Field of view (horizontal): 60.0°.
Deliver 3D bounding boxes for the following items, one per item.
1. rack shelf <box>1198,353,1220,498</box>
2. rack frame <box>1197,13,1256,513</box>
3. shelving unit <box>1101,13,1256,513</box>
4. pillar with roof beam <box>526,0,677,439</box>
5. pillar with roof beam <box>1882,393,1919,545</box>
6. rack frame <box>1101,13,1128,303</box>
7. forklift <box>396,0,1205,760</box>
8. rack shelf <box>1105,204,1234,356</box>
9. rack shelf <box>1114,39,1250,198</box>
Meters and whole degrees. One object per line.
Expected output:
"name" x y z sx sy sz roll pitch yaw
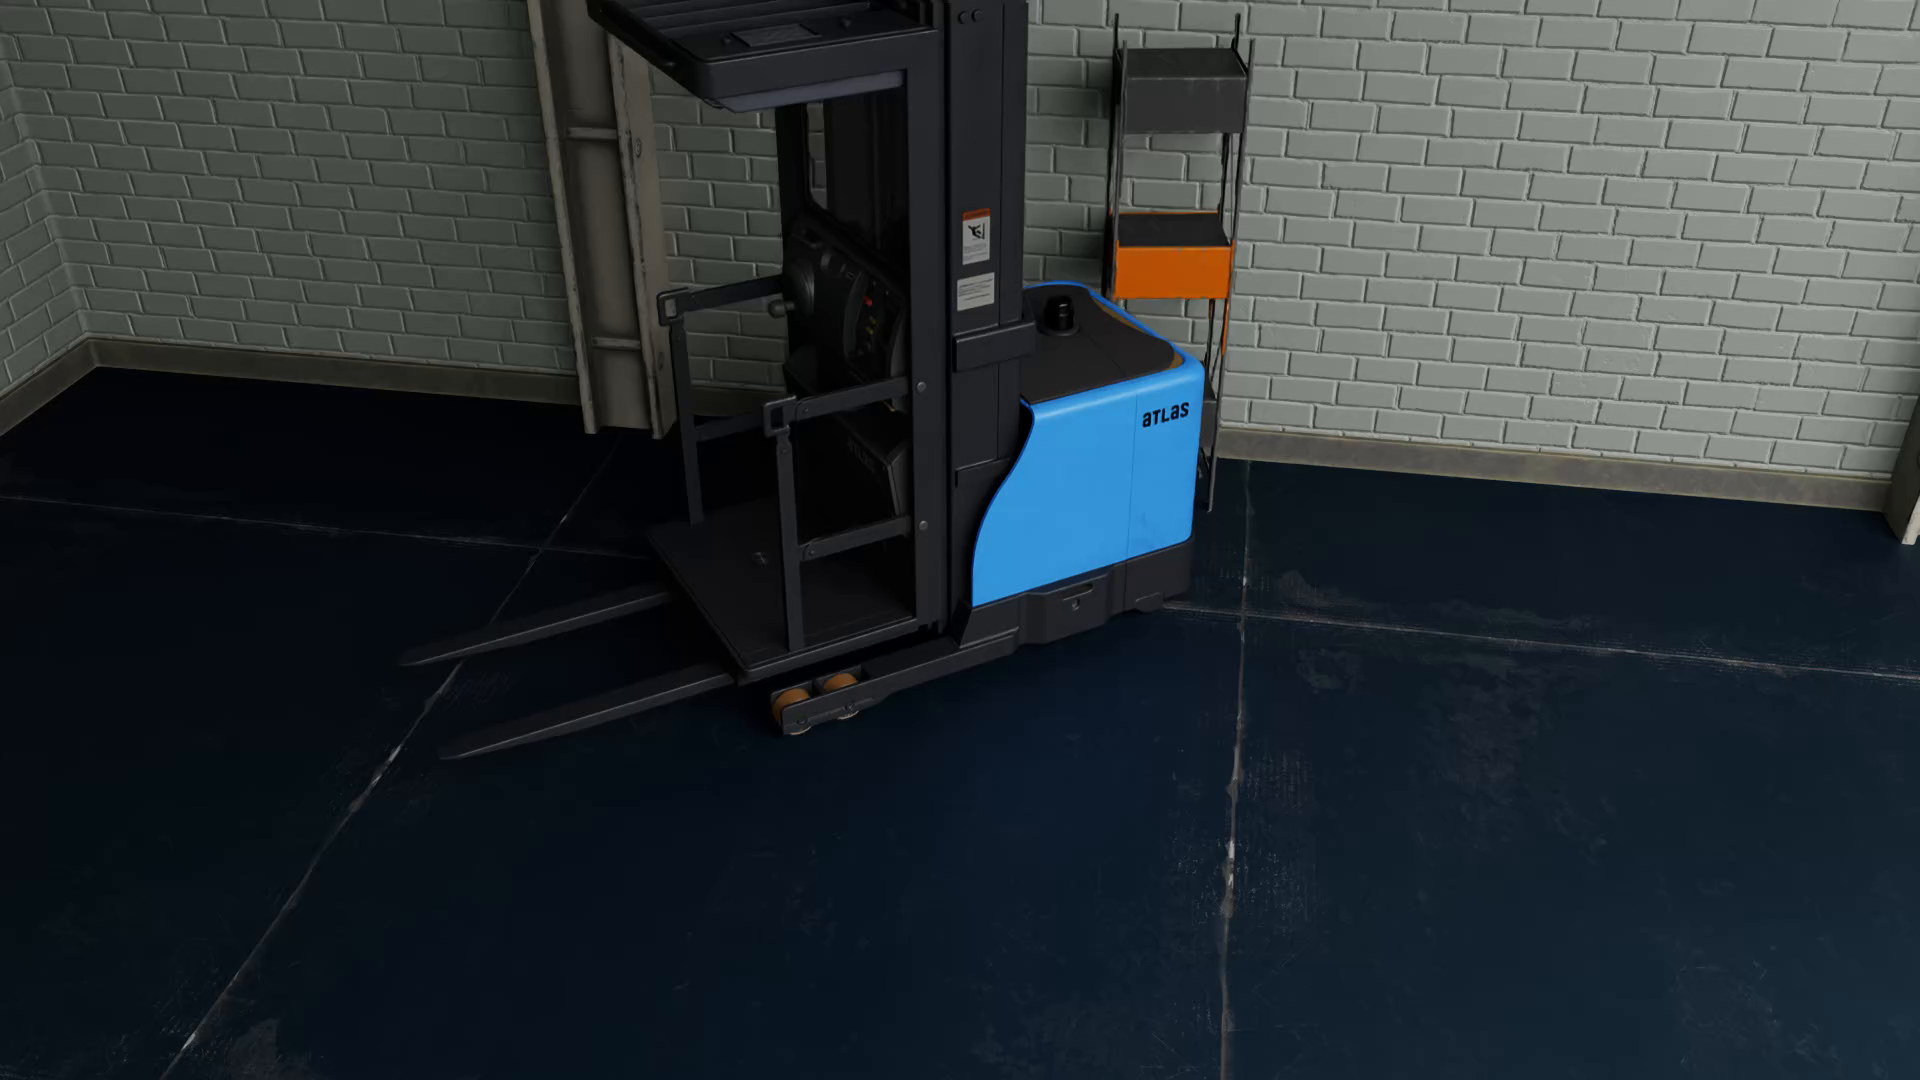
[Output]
"rack shelf" 0.873 -0.512 7.435 0.480 0.518 0.431 0 32 -1
"rack frame" 1.117 -1.119 7.059 0.015 2.100 0.400 0 32 -1
"shelving unit" 0.873 -1.117 7.056 0.503 2.100 0.431 0 32 -1
"pillar with roof beam" -2.329 -2.146 2.197 0.400 9.000 9.100 5 32 8
"pillar with roof beam" 3.585 -1.611 1.342 0.400 9.000 9.100 5 32 8
"rack frame" 0.629 -1.116 7.054 0.015 2.100 0.400 0 32 -1
"forklift" -0.595 -0.849 5.843 3.031 2.935 1.130 -16 35 -24
"rack shelf" 0.873 -1.106 7.063 0.480 0.518 0.431 0 32 -1
"rack shelf" 0.873 -1.699 6.692 0.480 0.518 0.431 0 32 -1
